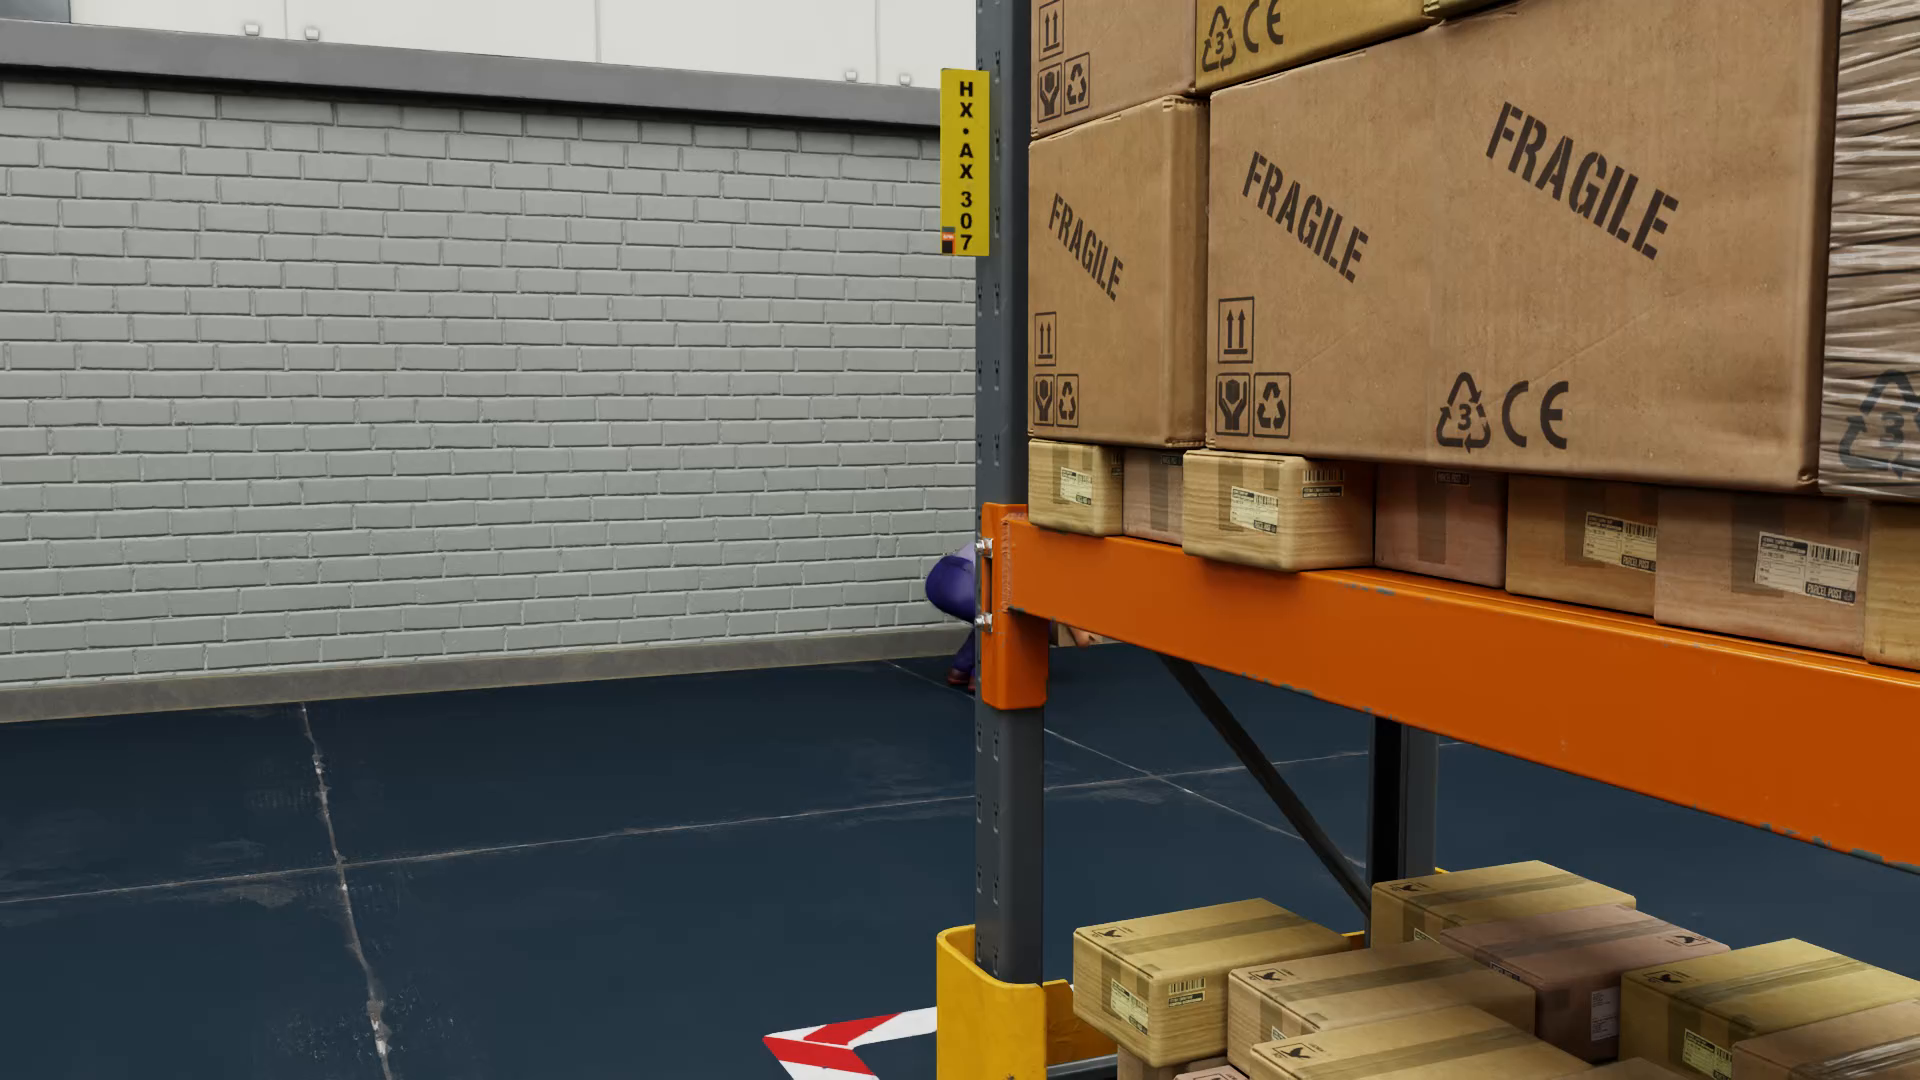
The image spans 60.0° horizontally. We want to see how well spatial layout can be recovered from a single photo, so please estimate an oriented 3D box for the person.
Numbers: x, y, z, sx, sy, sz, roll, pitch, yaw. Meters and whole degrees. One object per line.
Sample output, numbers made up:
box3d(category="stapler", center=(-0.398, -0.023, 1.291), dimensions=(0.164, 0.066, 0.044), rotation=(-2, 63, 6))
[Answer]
box3d(category="person", center=(0.252, 0.283, 8.425), dimensions=(0.866, 0.936, 0.509), rotation=(-3, 6, -25))
